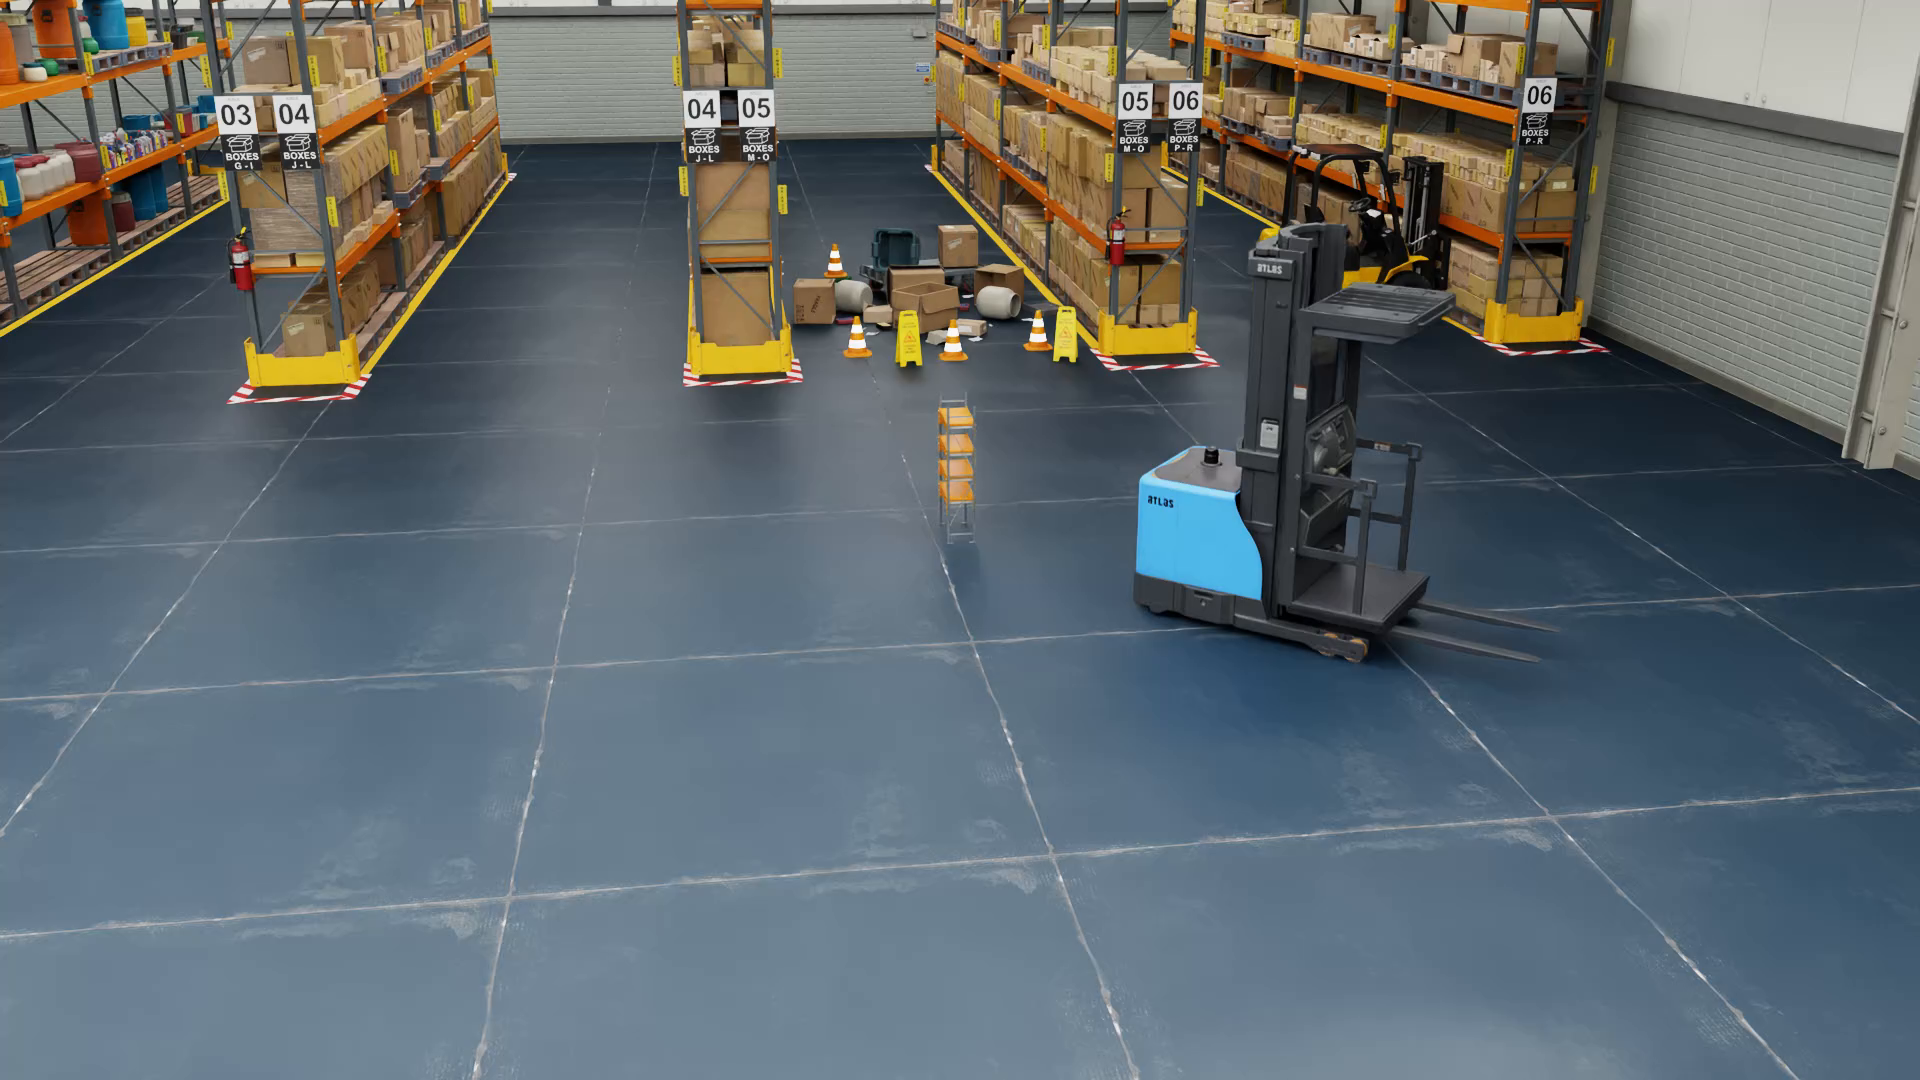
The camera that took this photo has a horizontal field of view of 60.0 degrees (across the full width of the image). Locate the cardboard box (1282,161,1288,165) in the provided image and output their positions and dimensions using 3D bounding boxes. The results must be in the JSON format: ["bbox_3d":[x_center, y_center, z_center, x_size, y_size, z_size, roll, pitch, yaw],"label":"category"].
[{"bbox_3d":[6.062,-6.793,30.162,0.380,0.149,0.250,-4,21,-10],"label":"cardboard box"}]

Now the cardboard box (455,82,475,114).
[{"bbox_3d":[-9.046,-7.959,29.956,0.500,0.500,0.500,-3,21,-8],"label":"cardboard box"}]

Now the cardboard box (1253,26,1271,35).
[{"bbox_3d":[5.385,-8.988,29.323,0.380,0.149,0.250,-2,21,-7],"label":"cardboard box"}]

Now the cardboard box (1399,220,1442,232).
[{"bbox_3d":[6.464,-4.358,23.497,0.500,0.250,0.500,-3,21,-8],"label":"cardboard box"}]

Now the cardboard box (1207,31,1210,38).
[{"bbox_3d":[5.041,-9.866,32.417,0.380,0.149,0.250,-2,21,-6],"label":"cardboard box"}]

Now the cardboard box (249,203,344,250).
[{"bbox_3d":[-7.552,-3.583,18.955,0.875,0.500,0.500,-3,21,-8],"label":"cardboard box"}]

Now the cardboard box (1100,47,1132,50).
[{"bbox_3d":[2.105,-6.566,22.441,0.380,0.149,0.250,-3,21,-9],"label":"cardboard box"}]

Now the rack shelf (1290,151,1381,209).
[{"bbox_3d":[6.353,-5.697,26.211,1.077,0.370,4.000,-3,21,-8],"label":"rack shelf"}]

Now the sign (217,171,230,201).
[{"bbox_3d":[-8.052,-3.875,18.196,0.100,0.325,0.005,-3,21,-8],"label":"sign"}]

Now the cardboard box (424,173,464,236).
[{"bbox_3d":[-8.732,-5.416,26.868,1.225,0.875,0.875,-4,21,-10],"label":"cardboard box"}]

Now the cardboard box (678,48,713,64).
[{"bbox_3d":[-2.961,-5.424,18.642,0.380,0.149,0.250,-3,21,-7],"label":"cardboard box"}]

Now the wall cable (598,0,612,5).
[{"bbox_3d":[-7.211,-15.194,37.437,2.277,5.999,0.120,-3,21,-8],"label":"wall cable"}]

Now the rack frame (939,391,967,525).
[{"bbox_3d":[-0.059,-0.704,14.386,0.240,1.200,0.015,-3,21,-8],"label":"rack frame"}]

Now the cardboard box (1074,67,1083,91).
[{"bbox_3d":[1.740,-5.871,21.151,0.500,0.250,0.500,-3,21,-7],"label":"cardboard box"}]

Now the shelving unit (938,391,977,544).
[{"bbox_3d":[-0.024,-0.619,14.160,0.258,1.200,0.503,-3,21,-8],"label":"shelving unit"}]

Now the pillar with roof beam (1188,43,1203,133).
[{"bbox_3d":[1.155,-13.069,36.345,9.100,9.000,0.400,-3,21,-8],"label":"pillar with roof beam"}]

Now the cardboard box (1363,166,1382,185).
[{"bbox_3d":[6.310,-5.433,24.689,0.500,0.250,0.500,-2,21,-7],"label":"cardboard box"}]

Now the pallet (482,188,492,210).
[{"bbox_3d":[-9.262,-6.321,30.838,1.003,0.211,1.213,-3,21,-8],"label":"pallet"}]

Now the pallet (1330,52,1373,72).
[{"bbox_3d":[6.415,-7.426,25.794,1.003,0.211,1.213,-2,21,-5],"label":"pallet"}]

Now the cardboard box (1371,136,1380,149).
[{"bbox_3d":[6.317,-5.888,24.623,0.380,0.149,0.250,-3,21,-9],"label":"cardboard box"}]

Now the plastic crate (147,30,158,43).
[{"bbox_3d":[-14.693,-9.062,30.074,0.437,0.282,0.530,-3,21,-8],"label":"plastic crate"}]

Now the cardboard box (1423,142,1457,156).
[{"bbox_3d":[6.566,-5.350,22.757,0.380,0.149,0.250,-3,21,-9],"label":"cardboard box"}]

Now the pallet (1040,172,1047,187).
[{"bbox_3d":[1.764,-5.272,24.319,1.003,0.211,1.213,-3,21,-8],"label":"pallet"}]

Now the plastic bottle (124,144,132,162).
[{"bbox_3d":[-13.418,-6.239,26.800,0.061,0.283,0.133,-3,21,-8],"label":"plastic bottle"}]

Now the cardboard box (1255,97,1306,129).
[{"bbox_3d":[5.647,-7.527,29.335,0.797,0.503,0.637,-3,21,-9],"label":"cardboard box"}]

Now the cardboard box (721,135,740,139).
[{"bbox_3d":[-2.998,-4.873,21.220,0.875,0.550,0.550,-3,21,-8],"label":"cardboard box"}]

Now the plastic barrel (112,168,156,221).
[{"bbox_3d":[-13.967,-5.889,28.097,0.600,0.901,0.708,-3,21,-8],"label":"plastic barrel"}]

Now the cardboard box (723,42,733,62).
[{"bbox_3d":[-2.829,-6.366,21.732,0.500,0.250,0.500,-3,21,-8],"label":"cardboard box"}]

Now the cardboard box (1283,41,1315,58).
[{"bbox_3d":[5.751,-8.227,27.883,0.500,0.250,0.500,-4,21,-10],"label":"cardboard box"}]

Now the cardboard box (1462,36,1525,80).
[{"bbox_3d":[6.864,-6.153,21.230,0.700,0.500,0.500,-3,21,-7],"label":"cardboard box"}]

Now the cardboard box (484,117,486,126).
[{"bbox_3d":[-9.169,-7.901,31.443,0.380,0.149,0.250,-4,21,-9],"label":"cardboard box"}]

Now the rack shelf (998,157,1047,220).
[{"bbox_3d":[1.442,-5.445,25.537,1.077,0.370,4.000,-3,21,-8],"label":"rack shelf"}]

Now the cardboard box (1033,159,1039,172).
[{"bbox_3d":[1.290,-5.513,24.448,0.380,0.149,0.250,-3,21,-9],"label":"cardboard box"}]

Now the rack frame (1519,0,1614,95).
[{"bbox_3d":[7.218,-6.767,19.473,1.000,3.000,0.127,-3,21,-8],"label":"rack frame"}]

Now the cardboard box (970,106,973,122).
[{"bbox_3d":[0.464,-7.678,29.986,0.500,0.250,0.500,-3,21,-7],"label":"cardboard box"}]

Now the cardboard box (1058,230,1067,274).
[{"bbox_3d":[1.637,-3.947,22.755,0.500,0.500,0.500,-2,21,-6],"label":"cardboard box"}]

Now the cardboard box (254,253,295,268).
[{"bbox_3d":[-7.745,-3.176,18.791,0.380,0.149,0.250,-3,21,-8],"label":"cardboard box"}]

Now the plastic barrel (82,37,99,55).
[{"bbox_3d":[-13.479,-7.633,25.700,0.294,0.245,0.294,0,20,0],"label":"plastic barrel"}]

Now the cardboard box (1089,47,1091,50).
[{"bbox_3d":[2.043,-6.844,23.581,0.500,0.250,0.500,-3,21,-9],"label":"cardboard box"}]

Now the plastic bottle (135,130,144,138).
[{"bbox_3d":[-13.790,-6.714,27.976,0.144,0.351,0.185,-3,21,-8],"label":"plastic bottle"}]

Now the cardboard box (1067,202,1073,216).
[{"bbox_3d":[1.633,-4.404,22.078,0.380,0.149,0.250,-3,21,-7],"label":"cardboard box"}]

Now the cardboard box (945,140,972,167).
[{"bbox_3d":[0.194,-8.018,34.458,0.875,0.438,0.875,-4,21,-10],"label":"cardboard box"}]

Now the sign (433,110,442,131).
[{"bbox_3d":[-8.117,-6.511,25.820,0.100,0.325,0.005,-3,21,-8],"label":"sign"}]

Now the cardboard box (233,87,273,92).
[{"bbox_3d":[-7.918,-4.993,18.654,0.380,0.149,0.250,-4,21,-10],"label":"cardboard box"}]

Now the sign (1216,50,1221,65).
[{"bbox_3d":[5.464,-10.208,35.153,0.100,0.325,0.005,-3,21,-8],"label":"sign"}]

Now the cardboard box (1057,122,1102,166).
[{"bbox_3d":[1.677,-5.228,21.930,0.700,0.500,0.500,-3,21,-9],"label":"cardboard box"}]

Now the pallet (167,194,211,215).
[{"bbox_3d":[-14.275,-6.056,30.130,1.003,0.211,1.213,-3,21,-8],"label":"pallet"}]

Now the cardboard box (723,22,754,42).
[{"bbox_3d":[-3.203,-7.298,24.296,0.500,0.500,0.500,-3,21,-8],"label":"cardboard box"}]

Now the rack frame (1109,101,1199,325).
[{"bbox_3d":[2.307,-3.705,19.849,1.000,3.000,0.127,-3,21,-8],"label":"rack frame"}]

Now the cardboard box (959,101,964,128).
[{"bbox_3d":[0.257,-8.054,31.351,0.500,0.500,0.500,-3,21,-7],"label":"cardboard box"}]

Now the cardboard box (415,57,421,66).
[{"bbox_3d":[-8.257,-6.987,24.562,0.500,0.250,0.500,-3,21,-8],"label":"cardboard box"}]

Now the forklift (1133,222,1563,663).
[{"bbox_3d":[2.850,-0.711,11.930,3.031,2.935,1.130,12,24,30],"label":"forklift"}]

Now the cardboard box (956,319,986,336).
[{"bbox_3d":[0.119,-2.721,21.289,0.380,0.149,0.250,8,22,20],"label":"cardboard box"}]

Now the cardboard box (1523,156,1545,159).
[{"bbox_3d":[7.304,-4.843,21.401,0.380,0.149,0.250,-3,21,-7],"label":"cardboard box"}]

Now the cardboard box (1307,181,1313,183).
[{"bbox_3d":[6.281,-5.912,28.731,0.500,0.500,0.500,-2,21,-6],"label":"cardboard box"}]

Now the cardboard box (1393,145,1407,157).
[{"bbox_3d":[6.427,-5.569,23.769,0.380,0.149,0.250,-3,21,-9],"label":"cardboard box"}]
